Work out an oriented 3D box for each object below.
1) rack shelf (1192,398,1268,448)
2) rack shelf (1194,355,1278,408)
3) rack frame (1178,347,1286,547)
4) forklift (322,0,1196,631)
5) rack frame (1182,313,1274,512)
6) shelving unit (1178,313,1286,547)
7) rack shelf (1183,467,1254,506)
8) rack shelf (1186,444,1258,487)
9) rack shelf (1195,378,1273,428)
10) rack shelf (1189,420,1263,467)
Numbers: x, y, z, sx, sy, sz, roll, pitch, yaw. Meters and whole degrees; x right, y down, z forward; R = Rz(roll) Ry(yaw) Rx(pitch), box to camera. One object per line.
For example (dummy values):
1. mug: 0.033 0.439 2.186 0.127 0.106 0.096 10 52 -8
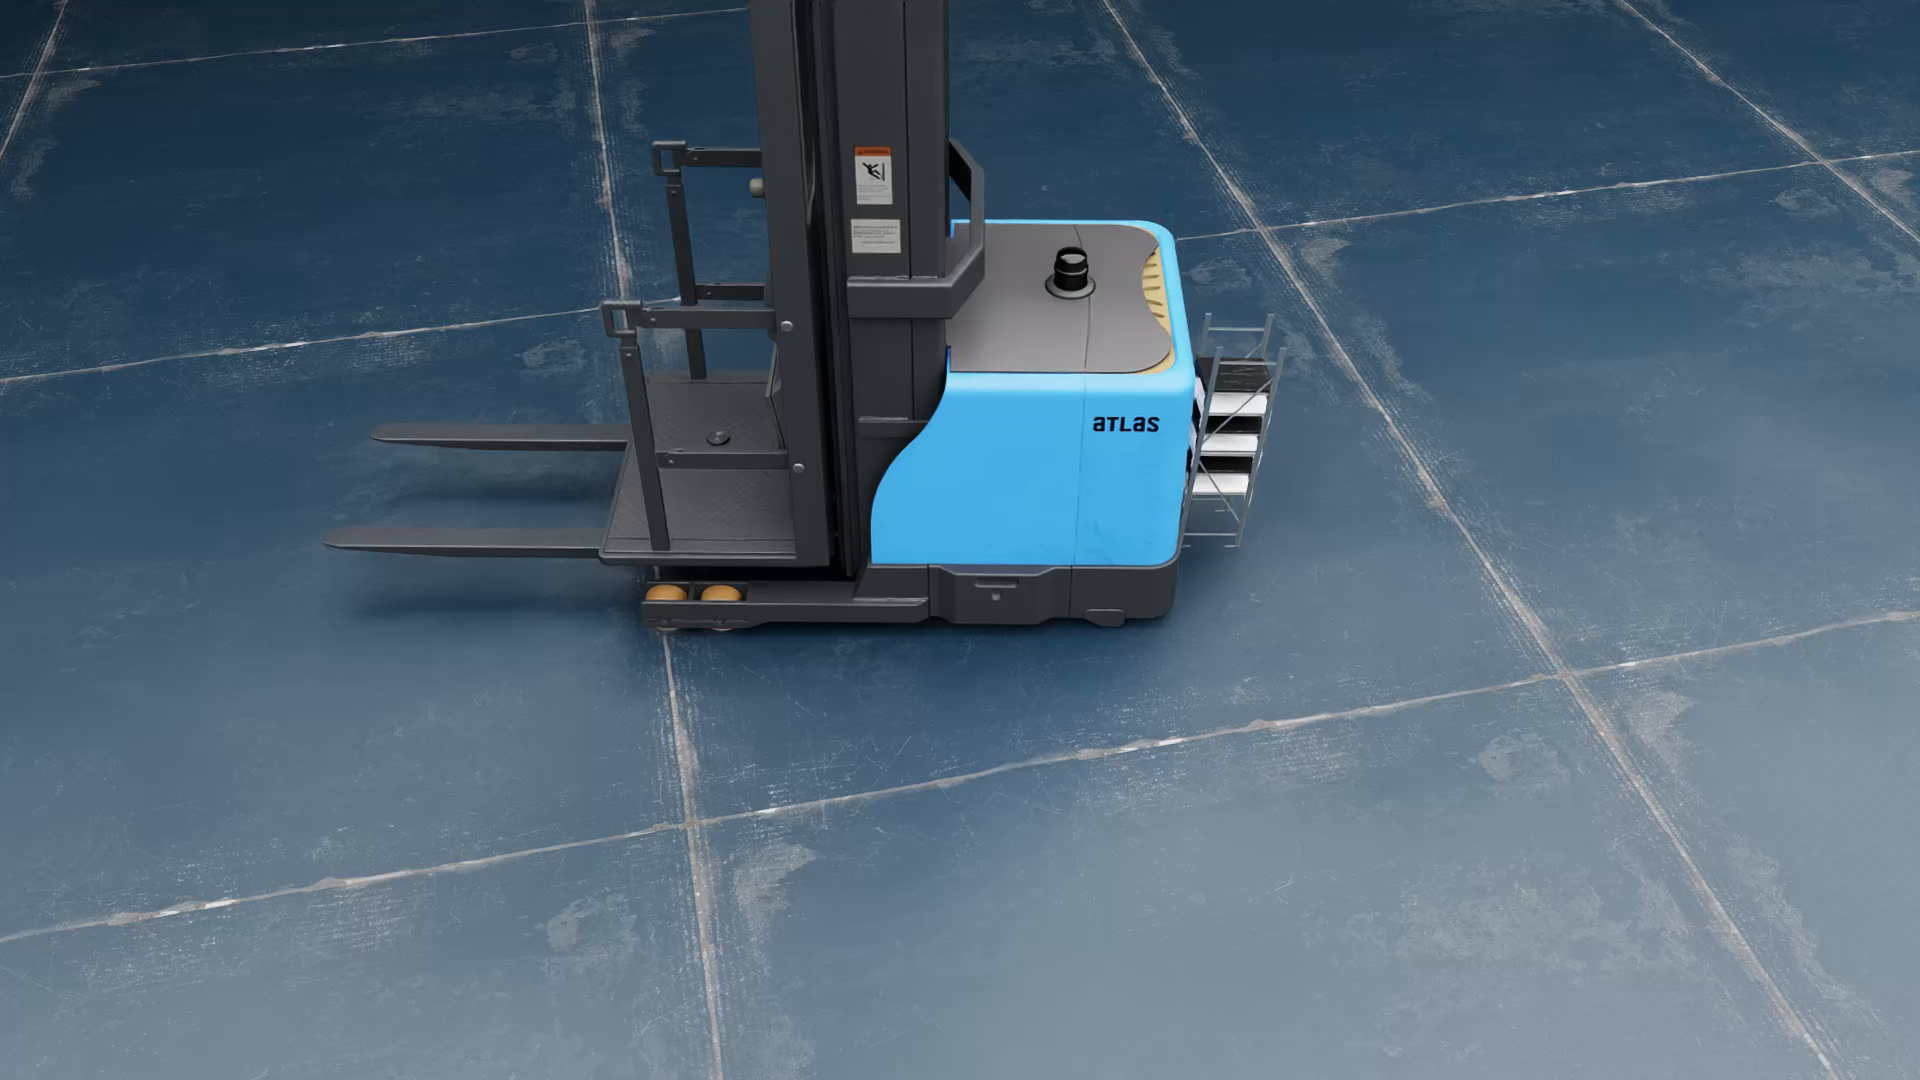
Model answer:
1. rack shelf: 0.950 -0.422 5.949 0.258 0.077 0.200 0 42 -5
2. rack shelf: 0.962 -0.557 5.830 0.258 0.077 0.200 0 42 -5
3. rack frame: 0.953 -0.312 5.911 0.240 0.900 0.006 0 42 -5
4. forklift: -0.748 -1.127 5.311 3.031 2.935 1.130 0 42 1
5. rack frame: 0.940 -0.447 6.062 0.240 0.900 0.006 0 42 -5
6. shelving unit: 0.947 -0.379 5.987 0.258 0.900 0.210 0 42 -5
7. rack shelf: 0.932 -0.220 6.127 0.258 0.077 0.200 0 42 -5
8. rack shelf: 0.938 -0.287 6.068 0.258 0.077 0.200 0 42 -5
9. rack shelf: 0.956 -0.489 5.890 0.258 0.077 0.200 0 42 -5
10. rack shelf: 0.944 -0.354 6.009 0.258 0.077 0.200 0 42 -5
